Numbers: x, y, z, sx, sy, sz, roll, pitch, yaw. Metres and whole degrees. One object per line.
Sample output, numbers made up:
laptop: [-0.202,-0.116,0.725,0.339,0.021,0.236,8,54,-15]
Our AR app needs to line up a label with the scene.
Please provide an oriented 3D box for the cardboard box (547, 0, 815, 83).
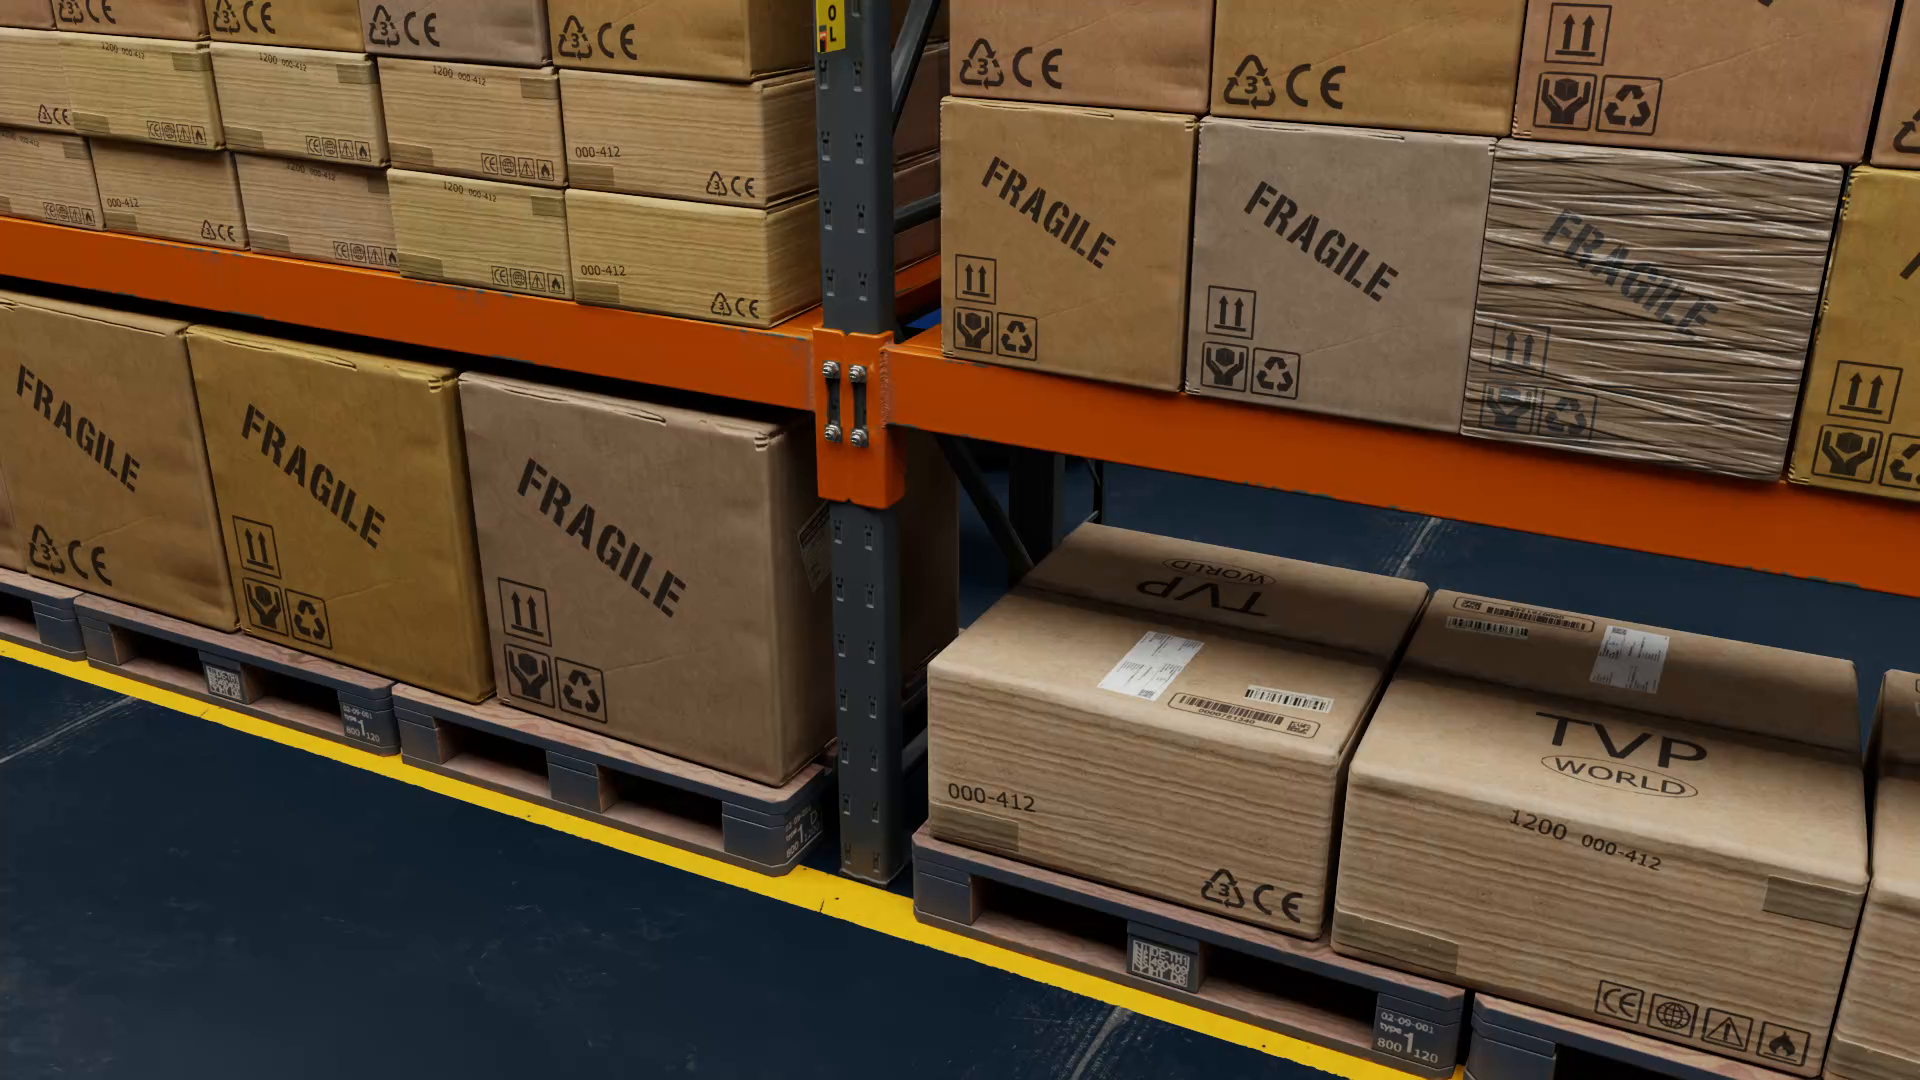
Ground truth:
cardboard box: [-0.513,-1.254,3.460,0.500,0.500,0.500,12,26,26]

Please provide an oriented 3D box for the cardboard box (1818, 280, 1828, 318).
cardboard box: [3.701,-1.077,7.176,0.250,0.149,0.380,11,26,25]

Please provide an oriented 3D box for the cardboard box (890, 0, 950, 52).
cardboard box: [-0.264,-1.441,3.899,0.500,0.500,0.500,12,26,25]

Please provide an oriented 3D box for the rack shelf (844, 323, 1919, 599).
rack shelf: [1.784,-0.072,3.006,4.000,0.370,1.077,11,25,25]

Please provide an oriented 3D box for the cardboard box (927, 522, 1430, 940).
cardboard box: [0.511,0.378,3.766,0.875,0.438,0.875,11,25,24]

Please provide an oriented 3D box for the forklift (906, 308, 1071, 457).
forklift: [-0.054,-2.189,7.151,1.130,2.935,3.031,-1,23,-1]

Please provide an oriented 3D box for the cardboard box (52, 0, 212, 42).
cardboard box: [-1.890,-1.525,4.098,0.500,0.500,0.500,12,26,25]

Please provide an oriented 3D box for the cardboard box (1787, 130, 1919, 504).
cardboard box: [1.647,-0.357,2.628,0.500,0.500,0.500,12,26,26]

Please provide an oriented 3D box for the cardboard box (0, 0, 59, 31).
cardboard box: [-2.339,-1.615,4.310,0.500,0.500,0.500,12,26,26]

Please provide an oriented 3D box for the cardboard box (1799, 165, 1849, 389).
cardboard box: [1.445,-0.637,3.288,0.500,0.500,0.500,11,25,24]

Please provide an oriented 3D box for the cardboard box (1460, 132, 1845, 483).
cardboard box: [1.188,-0.448,2.842,0.500,0.500,0.500,11,26,25]

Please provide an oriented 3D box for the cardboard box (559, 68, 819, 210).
cardboard box: [-0.504,-0.910,3.611,0.500,0.250,0.500,11,25,24]

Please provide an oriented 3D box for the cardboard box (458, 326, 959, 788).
cardboard box: [-0.591,-0.053,4.221,0.875,0.875,0.875,12,26,26]

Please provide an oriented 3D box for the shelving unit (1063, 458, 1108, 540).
shelving unit: [-0.076,-0.705,5.492,1.048,1.500,0.538,11,25,25]

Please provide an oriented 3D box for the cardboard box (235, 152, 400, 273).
cardboard box: [-1.411,-0.865,4.142,0.500,0.250,0.500,10,25,23]

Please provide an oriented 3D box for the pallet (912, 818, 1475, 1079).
pallet: [0.642,0.688,3.862,1.213,0.211,1.003,11,25,25]

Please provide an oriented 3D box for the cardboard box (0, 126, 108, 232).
cardboard box: [-2.316,-1.040,4.555,0.500,0.250,0.500,12,26,26]

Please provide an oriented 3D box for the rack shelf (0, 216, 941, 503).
rack shelf: [-1.786,-0.779,4.667,4.000,0.370,1.077,11,25,25]

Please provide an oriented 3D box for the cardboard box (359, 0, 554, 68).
cardboard box: [-0.978,-1.343,3.669,0.500,0.500,0.500,12,26,26]

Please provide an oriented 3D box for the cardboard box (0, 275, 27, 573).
cardboard box: [-2.992,-0.527,5.335,0.875,0.875,0.875,11,25,24]

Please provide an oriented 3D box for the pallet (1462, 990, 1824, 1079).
pallet: [1.735,0.903,3.356,1.213,0.211,1.003,11,25,25]

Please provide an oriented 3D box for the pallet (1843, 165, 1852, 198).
pallet: [6.206,-2.558,11.495,1.213,0.211,1.003,11,25,25]

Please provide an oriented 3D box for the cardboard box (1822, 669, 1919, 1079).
cardboard box: [2.114,0.695,3.019,0.875,0.438,0.875,12,26,26]

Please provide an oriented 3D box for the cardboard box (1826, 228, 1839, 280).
cardboard box: [3.739,-1.240,7.179,0.250,0.149,0.380,11,26,25]

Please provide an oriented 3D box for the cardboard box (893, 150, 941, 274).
cardboard box: [-0.275,-0.857,4.125,0.500,0.250,0.500,11,25,23]

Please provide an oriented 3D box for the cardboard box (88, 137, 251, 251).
cardboard box: [-1.874,-0.954,4.353,0.500,0.250,0.500,11,25,25]

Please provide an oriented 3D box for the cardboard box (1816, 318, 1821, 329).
cardboard box: [3.767,-0.973,7.312,0.250,0.149,0.380,12,26,26]

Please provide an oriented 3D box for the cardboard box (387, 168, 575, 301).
cardboard box: [-0.969,-0.769,3.917,0.500,0.250,0.500,11,25,24]

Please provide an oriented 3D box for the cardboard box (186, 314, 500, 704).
cardboard box: [-1.400,-0.210,4.590,0.875,0.875,0.875,12,26,26]

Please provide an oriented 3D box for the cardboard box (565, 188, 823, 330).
cardboard box: [-0.515,-0.679,3.705,0.500,0.250,0.500,11,25,23]

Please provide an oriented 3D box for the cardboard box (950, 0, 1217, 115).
cardboard box: [0.315,-1.094,3.084,0.500,0.500,0.500,11,26,25]

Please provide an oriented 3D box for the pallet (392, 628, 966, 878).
pallet: [-0.724,0.417,4.500,1.213,0.211,1.003,11,25,25]

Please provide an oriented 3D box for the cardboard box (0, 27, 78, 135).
cardboard box: [-2.330,-1.264,4.442,0.500,0.250,0.500,11,25,24]

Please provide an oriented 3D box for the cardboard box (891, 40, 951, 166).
cardboard box: [-0.267,-1.094,4.042,0.500,0.250,0.500,10,25,23]

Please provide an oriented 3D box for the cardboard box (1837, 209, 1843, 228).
cardboard box: [3.947,-1.400,7.554,0.250,0.149,0.380,11,26,25]

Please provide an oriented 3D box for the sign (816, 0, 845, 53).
sign: [-0.237,-1.062,3.035,0.005,0.325,0.100,11,25,25]

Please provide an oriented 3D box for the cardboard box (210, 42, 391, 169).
cardboard box: [-1.419,-1.085,4.022,0.500,0.250,0.500,12,26,26]

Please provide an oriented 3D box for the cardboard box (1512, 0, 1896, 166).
cardboard box: [1.215,-0.908,2.647,0.500,0.500,0.500,12,26,26]

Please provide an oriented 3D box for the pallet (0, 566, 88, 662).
pallet: [-2.901,-0.014,5.513,1.213,0.211,1.003,11,25,25]

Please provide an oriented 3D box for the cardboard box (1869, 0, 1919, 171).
cardboard box: [1.663,-0.818,2.436,0.500,0.500,0.500,11,25,24]

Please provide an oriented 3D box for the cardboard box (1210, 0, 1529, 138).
cardboard box: [0.762,-1.003,2.869,0.500,0.500,0.500,11,25,24]

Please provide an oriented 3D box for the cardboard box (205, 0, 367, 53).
cardboard box: [-1.422,-1.439,3.895,0.500,0.500,0.500,12,26,26]

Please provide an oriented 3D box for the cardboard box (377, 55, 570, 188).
cardboard box: [-0.954,-0.996,3.812,0.500,0.250,0.500,12,26,26]

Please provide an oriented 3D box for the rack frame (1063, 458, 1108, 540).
rack frame: [0.378,-0.615,5.281,0.032,1.500,0.500,11,25,25]

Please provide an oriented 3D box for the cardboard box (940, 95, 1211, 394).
cardboard box: [0.300,-0.628,3.266,0.500,0.500,0.500,12,26,26]

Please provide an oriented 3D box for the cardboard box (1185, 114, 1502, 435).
cardboard box: [0.747,-0.538,3.054,0.500,0.500,0.500,11,26,25]

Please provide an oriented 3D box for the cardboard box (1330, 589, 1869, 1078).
cardboard box: [1.310,0.536,3.395,0.875,0.438,0.875,10,25,23]

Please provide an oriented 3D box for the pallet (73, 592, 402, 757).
pallet: [-1.817,0.202,5.006,1.213,0.211,1.003,11,25,25]

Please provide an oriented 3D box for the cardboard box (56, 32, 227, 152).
cardboard box: [-1.883,-1.170,4.221,0.500,0.250,0.500,12,26,25]

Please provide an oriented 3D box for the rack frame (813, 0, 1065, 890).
rack frame: [-0.001,-0.756,3.696,0.127,3.000,1.000,11,25,25]

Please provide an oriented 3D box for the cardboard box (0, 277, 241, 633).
cardboard box: [-2.198,-0.368,4.962,0.875,0.875,0.875,12,26,25]
